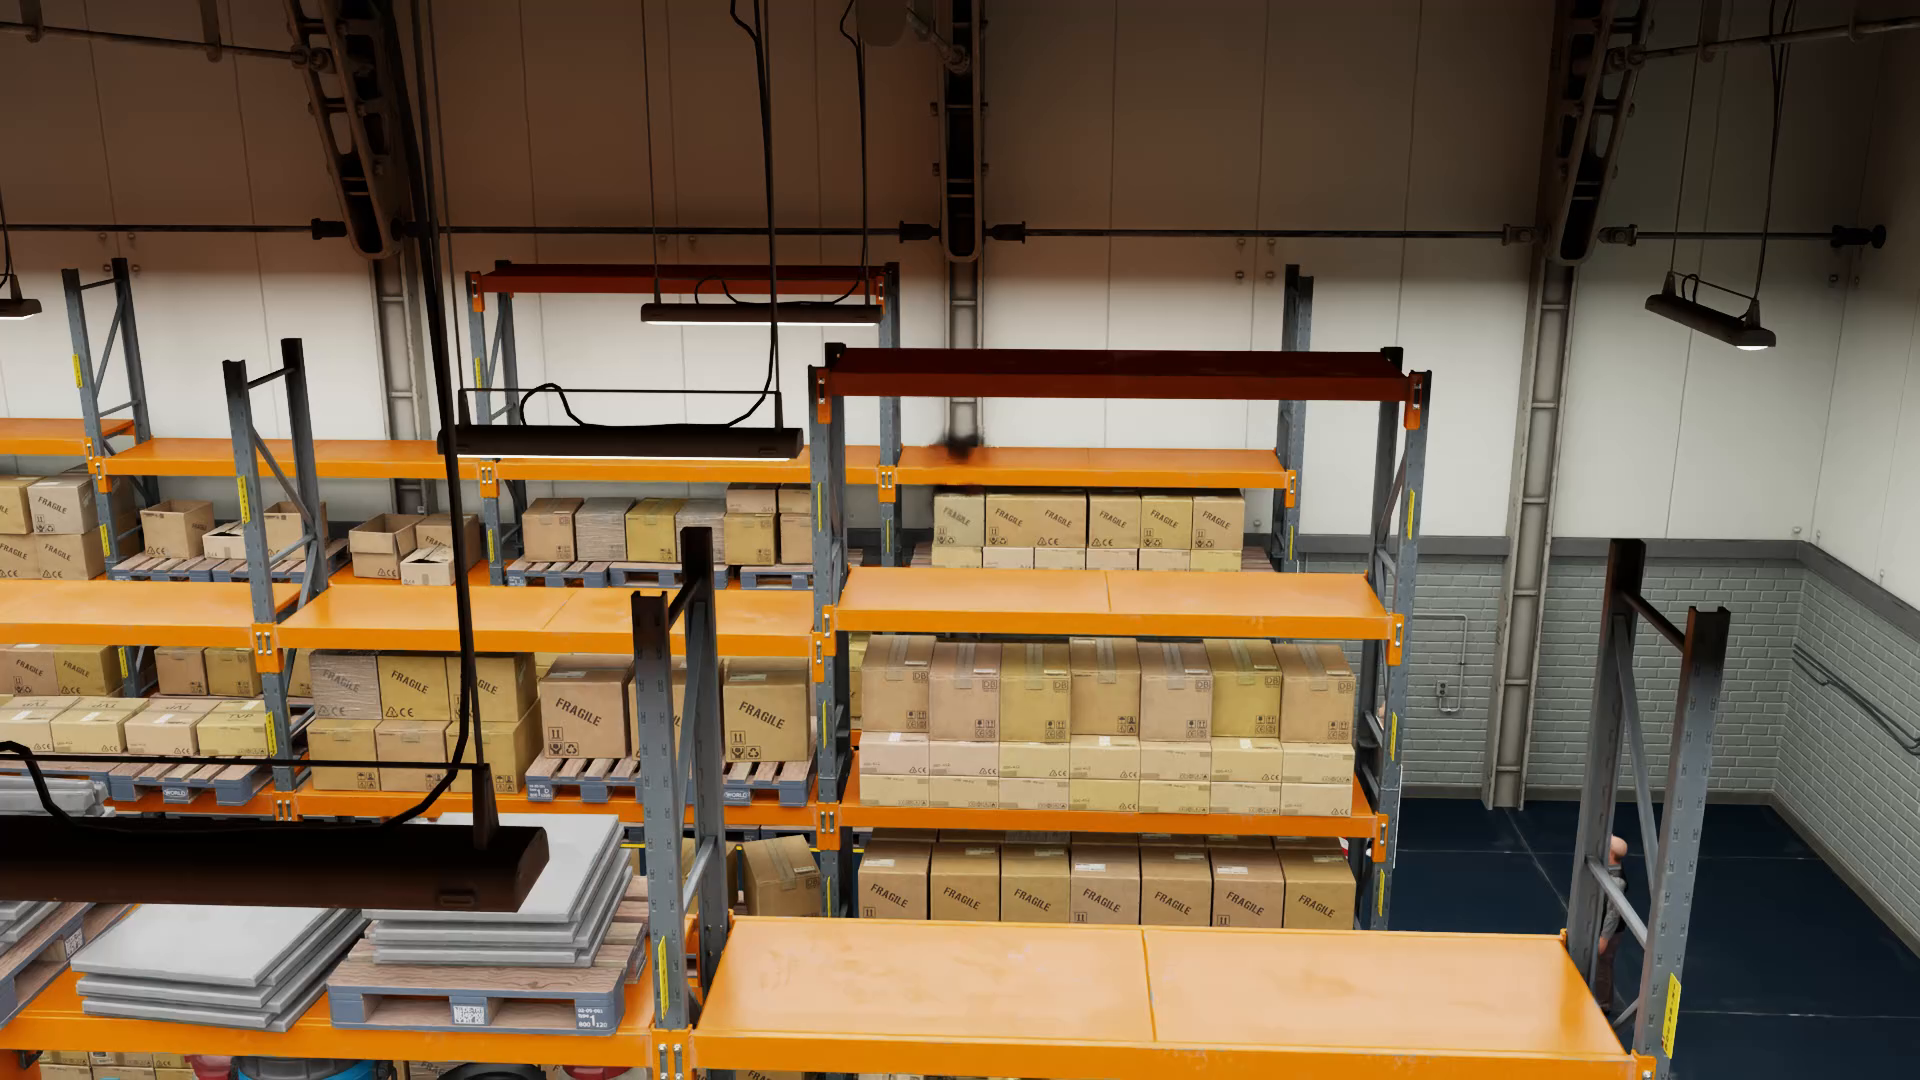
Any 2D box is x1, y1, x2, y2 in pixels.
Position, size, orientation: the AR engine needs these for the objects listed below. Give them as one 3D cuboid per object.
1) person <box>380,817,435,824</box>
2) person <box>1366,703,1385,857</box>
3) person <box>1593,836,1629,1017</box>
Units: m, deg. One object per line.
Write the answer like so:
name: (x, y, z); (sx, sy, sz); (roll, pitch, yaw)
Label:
person: (-5.274, 2.859, 15.830); (0.594, 1.706, 0.389); (-1, 16, -4)
person: (4.342, 2.434, 17.275); (0.410, 1.678, 0.492); (-8, 18, -26)
person: (5.446, 3.312, 14.192); (0.428, 1.731, 0.582); (-1, 16, -2)
